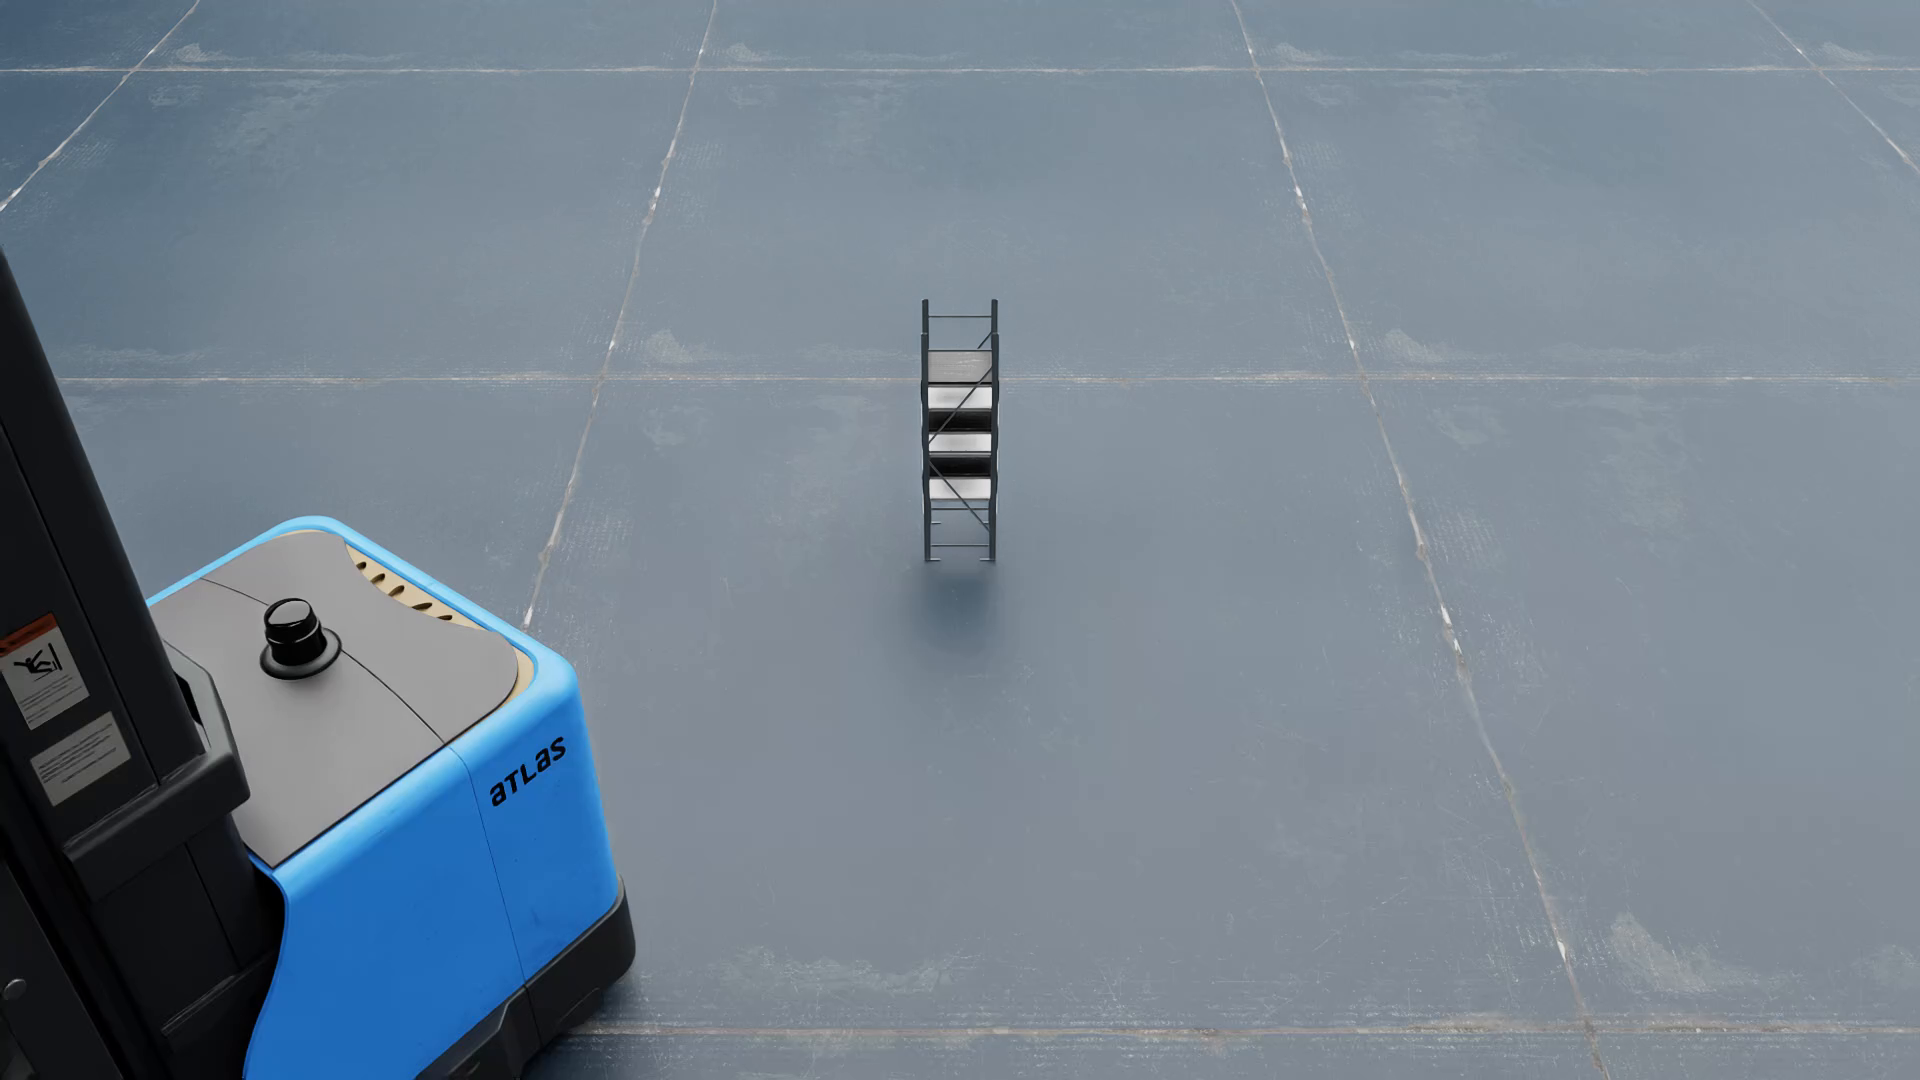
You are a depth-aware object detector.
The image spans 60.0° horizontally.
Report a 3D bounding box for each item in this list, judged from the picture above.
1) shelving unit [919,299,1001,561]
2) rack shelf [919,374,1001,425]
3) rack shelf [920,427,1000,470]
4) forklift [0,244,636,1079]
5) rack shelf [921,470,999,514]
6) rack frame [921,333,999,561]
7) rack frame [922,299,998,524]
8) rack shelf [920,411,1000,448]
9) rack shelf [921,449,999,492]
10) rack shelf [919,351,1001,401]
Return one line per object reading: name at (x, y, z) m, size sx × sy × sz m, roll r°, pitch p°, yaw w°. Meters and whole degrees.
shelving unit at (0.000, -0.346, 5.462) m, size 0.258 × 0.900 × 0.210 m, roll 0°, pitch 39°, yaw 0°
rack shelf at (0.000, -0.461, 5.371) m, size 0.258 × 0.077 × 0.200 m, roll 0°, pitch 39°, yaw 0°
rack shelf at (0.000, -0.320, 5.483) m, size 0.258 × 0.077 × 0.200 m, roll 0°, pitch 39°, yaw 0°
forklift at (-2.132, 0.524, 2.753) m, size 1.130 × 2.935 × 3.031 m, roll 26°, pitch 45°, yaw 28°
rack shelf at (0.000, -0.180, 5.596) m, size 0.258 × 0.077 × 0.200 m, roll 0°, pitch 39°, yaw 0°
rack frame at (0.000, -0.282, 5.383) m, size 0.240 × 0.900 × 0.006 m, roll 0°, pitch 39°, yaw 0°
rack frame at (0.000, -0.410, 5.542) m, size 0.240 × 0.900 × 0.006 m, roll 0°, pitch 39°, yaw 0°
rack shelf at (0.000, -0.390, 5.427) m, size 0.258 × 0.077 × 0.200 m, roll 0°, pitch 39°, yaw 0°
rack shelf at (0.000, -0.250, 5.539) m, size 0.258 × 0.077 × 0.200 m, roll 0°, pitch 39°, yaw 0°
rack shelf at (0.000, -0.531, 5.314) m, size 0.258 × 0.077 × 0.200 m, roll 0°, pitch 39°, yaw 0°
